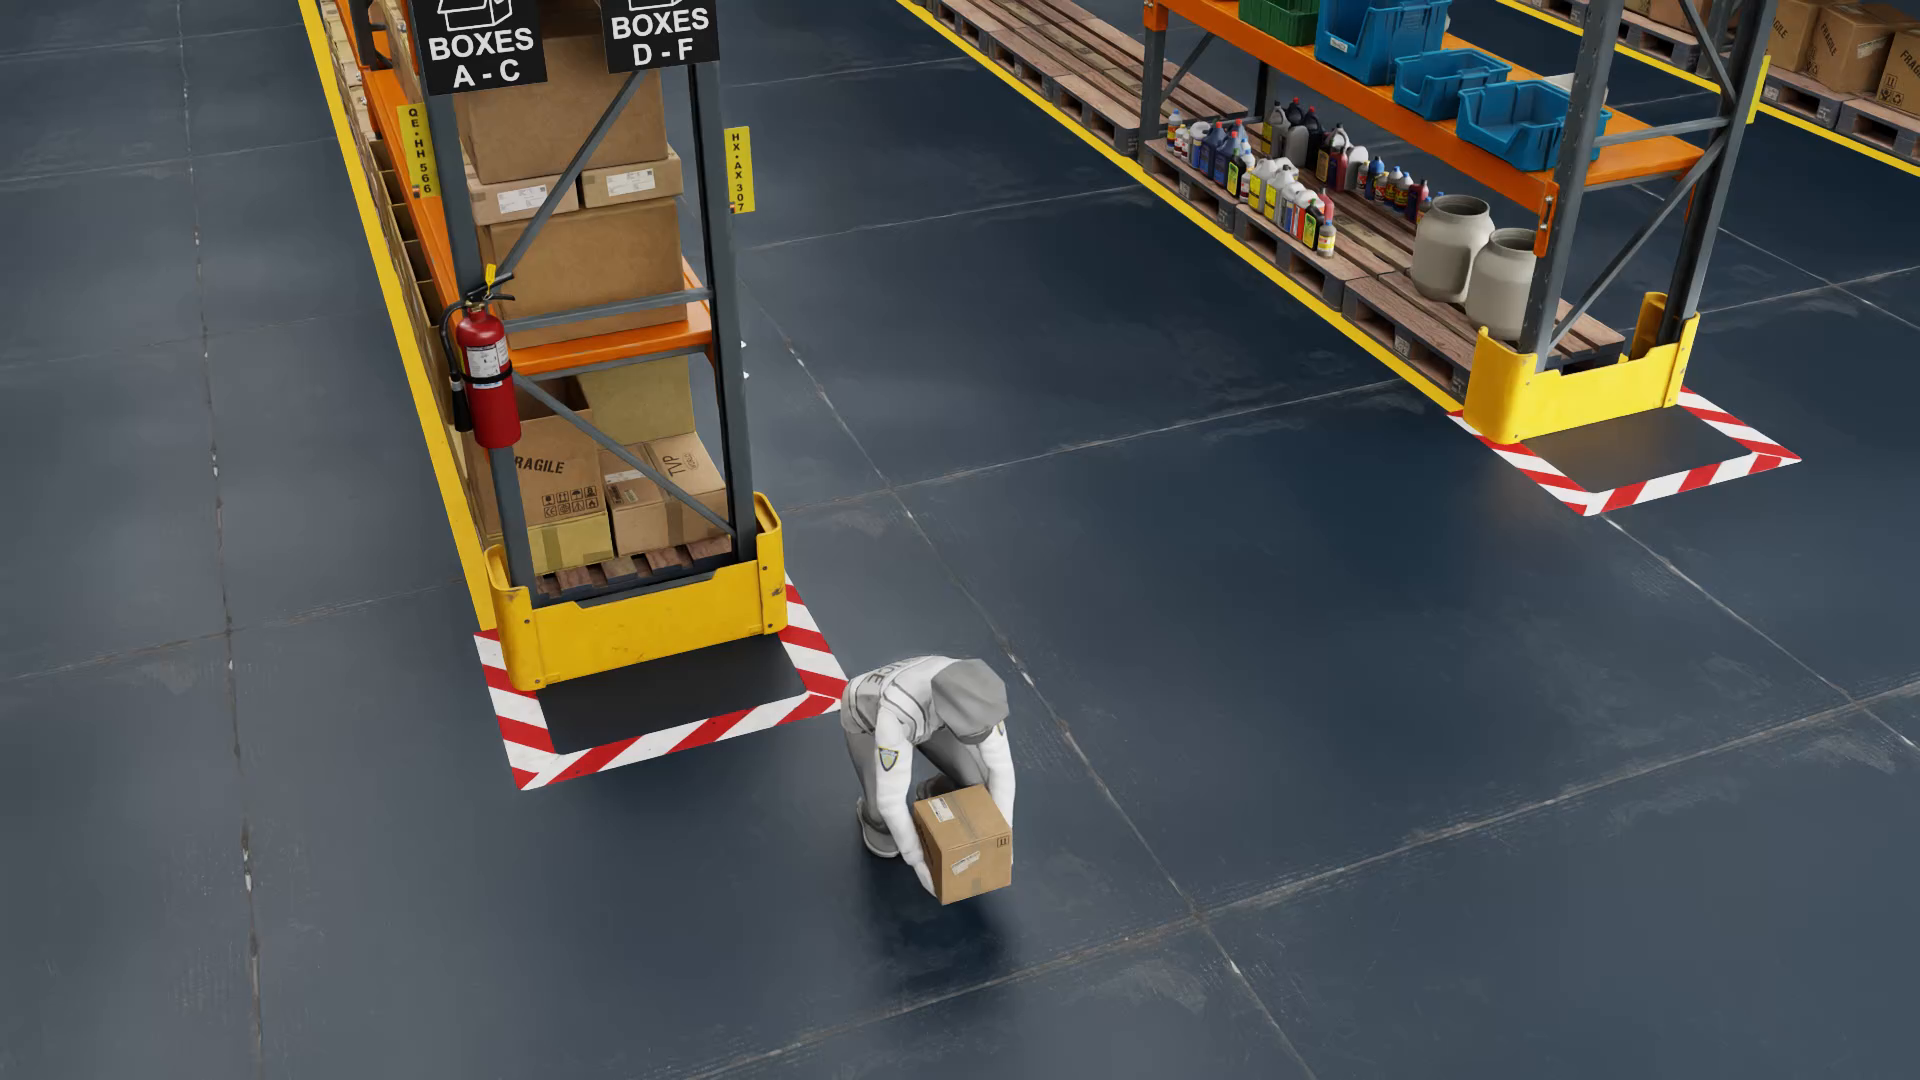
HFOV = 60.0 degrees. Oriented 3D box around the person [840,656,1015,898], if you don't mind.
[{"bbox_3d":[-0.114,0.707,5.720,0.495,0.964,0.825,-13,36,-19],"label":"person"}]
